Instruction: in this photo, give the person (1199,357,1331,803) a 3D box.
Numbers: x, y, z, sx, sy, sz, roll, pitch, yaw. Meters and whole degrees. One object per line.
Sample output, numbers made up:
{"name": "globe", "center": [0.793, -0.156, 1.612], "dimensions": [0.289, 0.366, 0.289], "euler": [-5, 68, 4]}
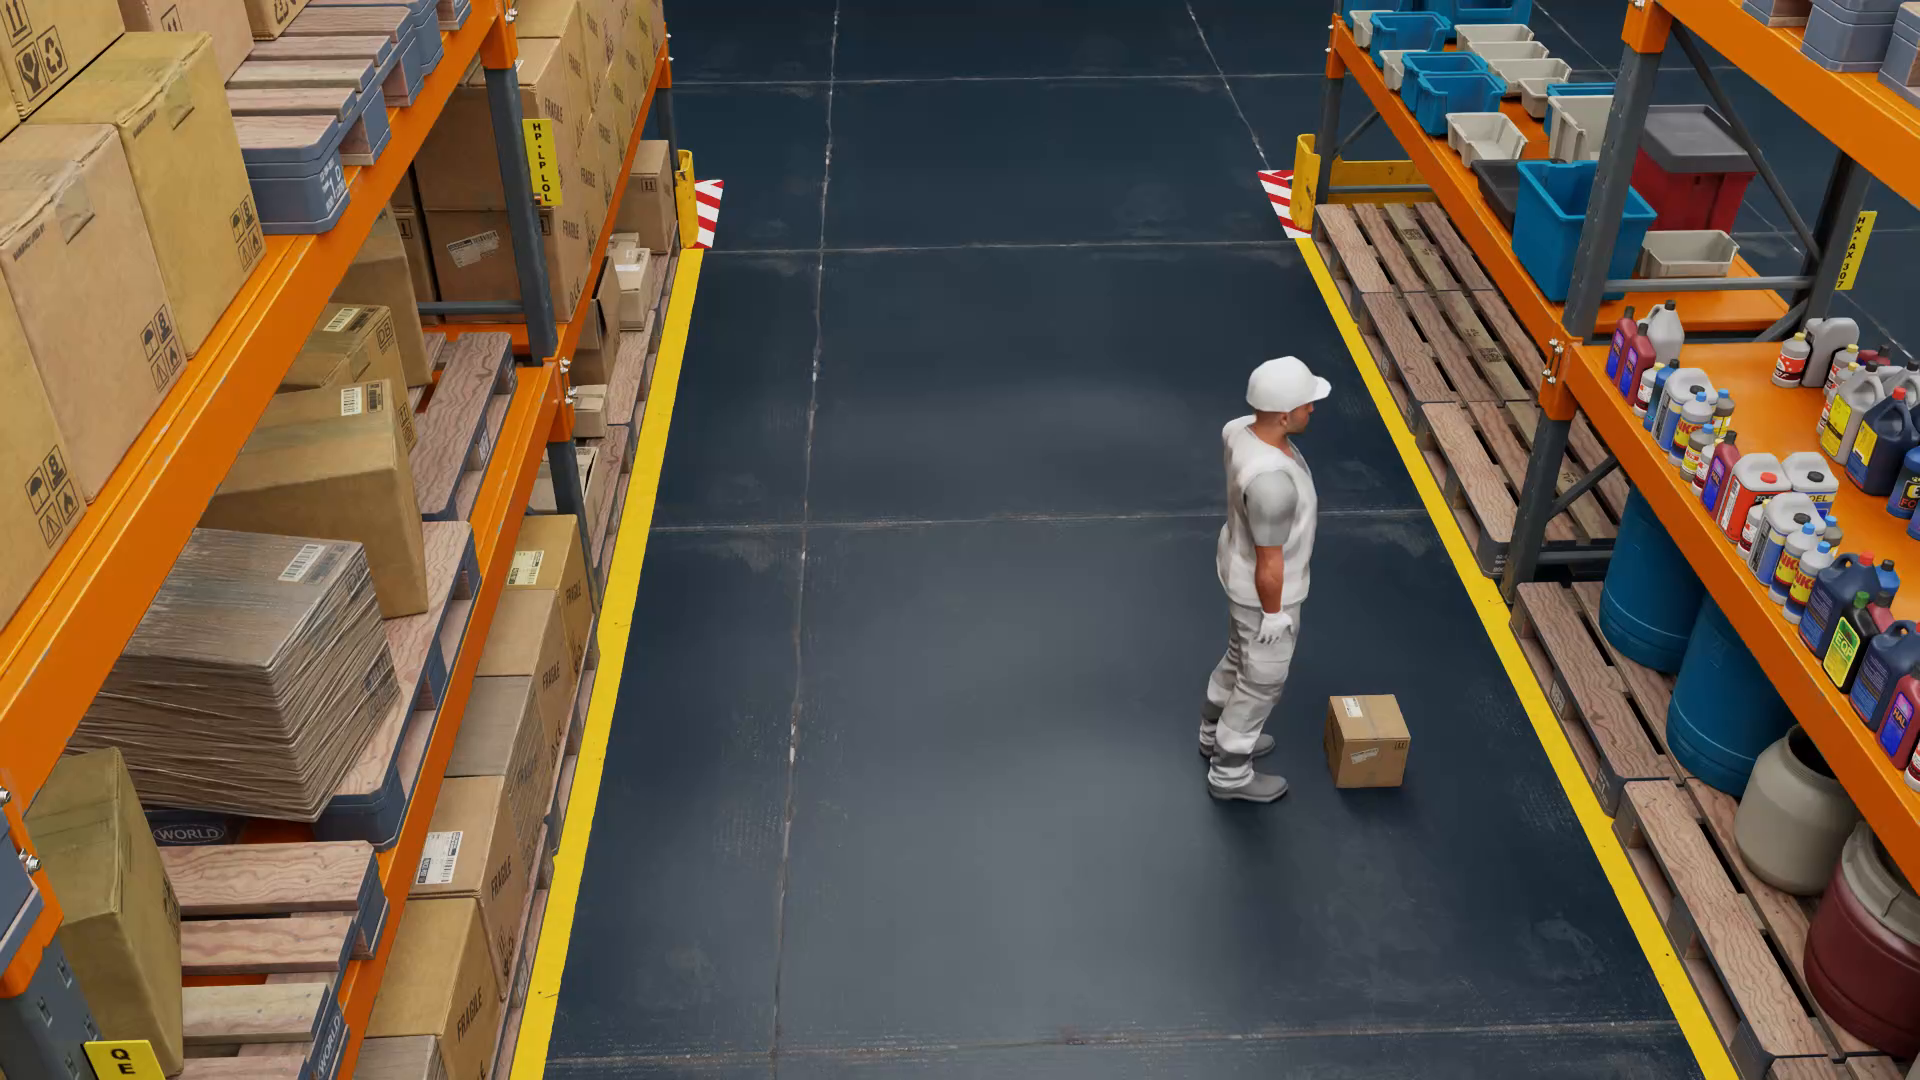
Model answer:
{"name": "person", "center": [1.070, 0.149, 5.915], "dimensions": [0.338, 1.786, 0.525], "euler": [-1, 35, -1]}
